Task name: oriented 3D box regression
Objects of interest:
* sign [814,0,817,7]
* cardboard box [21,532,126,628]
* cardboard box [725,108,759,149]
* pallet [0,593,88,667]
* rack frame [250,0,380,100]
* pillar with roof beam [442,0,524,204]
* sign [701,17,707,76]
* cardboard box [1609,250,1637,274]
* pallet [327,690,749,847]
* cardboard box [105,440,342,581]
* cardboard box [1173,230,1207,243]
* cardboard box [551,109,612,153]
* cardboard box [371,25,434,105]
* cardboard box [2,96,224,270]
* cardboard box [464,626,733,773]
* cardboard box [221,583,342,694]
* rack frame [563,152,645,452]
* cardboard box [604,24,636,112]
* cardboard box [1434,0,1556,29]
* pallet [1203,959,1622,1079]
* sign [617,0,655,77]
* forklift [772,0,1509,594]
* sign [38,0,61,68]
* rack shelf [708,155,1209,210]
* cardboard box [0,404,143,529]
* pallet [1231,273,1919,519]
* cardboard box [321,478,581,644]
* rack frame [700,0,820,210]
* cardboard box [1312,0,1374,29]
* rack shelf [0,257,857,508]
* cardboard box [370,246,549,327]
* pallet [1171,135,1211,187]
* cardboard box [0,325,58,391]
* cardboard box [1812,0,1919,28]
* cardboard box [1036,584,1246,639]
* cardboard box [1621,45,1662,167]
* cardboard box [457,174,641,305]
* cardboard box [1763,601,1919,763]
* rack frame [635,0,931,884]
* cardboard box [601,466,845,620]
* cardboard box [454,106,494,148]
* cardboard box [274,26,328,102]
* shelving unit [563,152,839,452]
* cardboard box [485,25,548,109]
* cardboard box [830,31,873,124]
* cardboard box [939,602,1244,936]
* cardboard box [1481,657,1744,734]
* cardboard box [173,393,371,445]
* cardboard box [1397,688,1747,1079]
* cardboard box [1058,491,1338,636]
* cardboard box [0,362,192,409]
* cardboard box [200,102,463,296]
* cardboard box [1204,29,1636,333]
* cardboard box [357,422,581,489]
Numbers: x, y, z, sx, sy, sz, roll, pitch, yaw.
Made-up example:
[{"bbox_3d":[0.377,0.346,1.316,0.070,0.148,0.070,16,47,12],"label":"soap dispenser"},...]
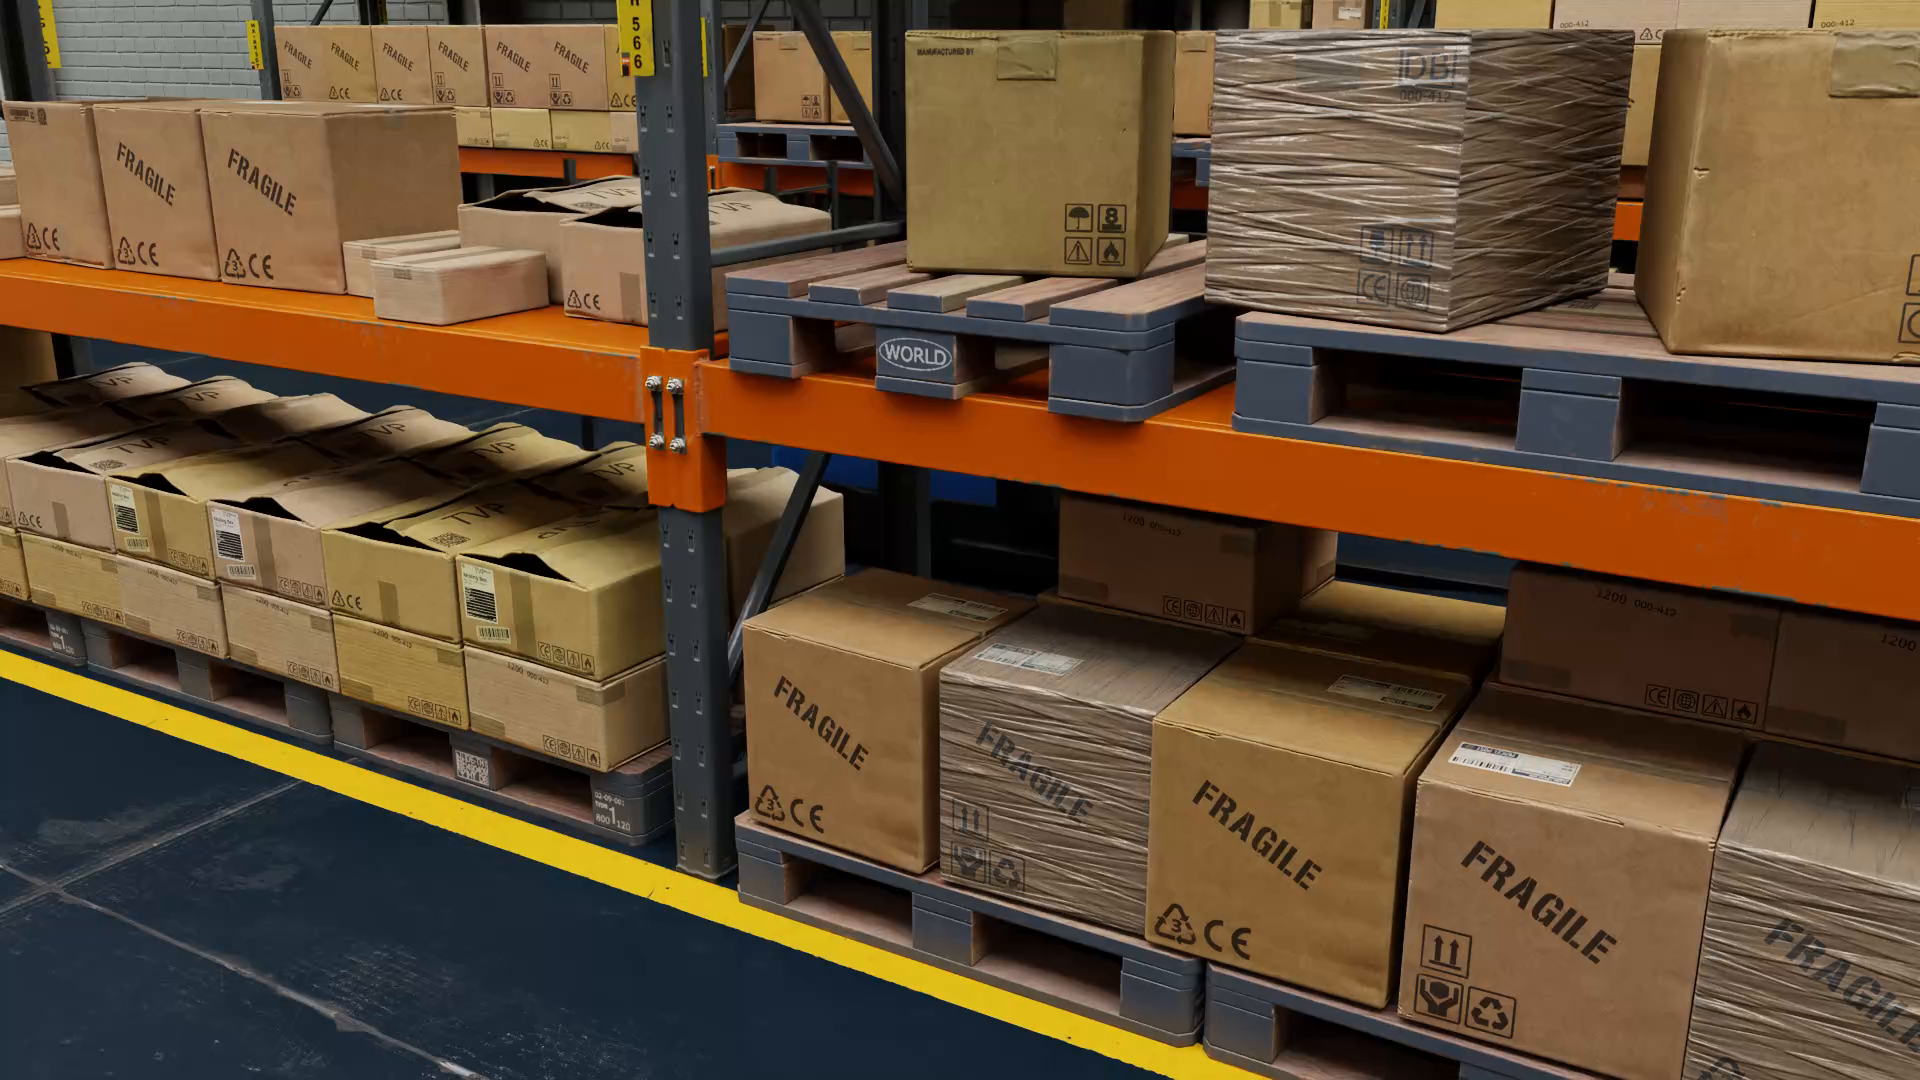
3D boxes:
[{"bbox_3d":[-0.925,-3.249,10.425,0.005,0.325,0.100,10,20,30],"label":"sign"},{"bbox_3d":[-2.710,0.064,5.518,0.500,0.250,0.500,9,19,28],"label":"cardboard box"},{"bbox_3d":[-1.501,-2.620,10.568,0.500,0.250,0.500,10,20,31],"label":"cardboard box"},{"bbox_3d":[-3.154,0.107,6.166,1.213,0.211,1.003,10,20,30],"label":"pallet"},{"bbox_3d":[-4.621,-3.166,12.142,0.127,3.000,1.000,10,20,30],"label":"rack frame"},{"bbox_3d":[-5.825,-5.078,8.114,0.400,9.000,9.100,10,20,30],"label":"pillar with roof beam"},{"bbox_3d":[-1.490,-2.836,9.566,0.005,0.325,0.100,10,20,30],"label":"sign"},{"bbox_3d":[2.754,-0.977,7.912,0.750,0.750,0.750,10,19,29],"label":"cardboard box"},{"bbox_3d":[-1.075,0.478,4.944,1.213,0.211,1.003,10,20,30],"label":"pallet"},{"bbox_3d":[-2.270,-0.125,5.176,0.500,0.311,0.500,11,20,32],"label":"cardboard box"},{"bbox_3d":[1.102,-1.521,8.980,0.500,0.250,0.500,11,20,31],"label":"cardboard box"},{"bbox_3d":[-2.195,-2.570,10.404,0.500,0.250,0.500,10,20,30],"label":"cardboard box"},{"bbox_3d":[-3.519,-3.157,11.048,0.500,0.500,0.500,9,19,28],"label":"cardboard box"},{"bbox_3d":[-2.707,-1.177,5.422,0.500,0.500,0.500,12,21,34],"label":"cardboard box"},{"bbox_3d":[-0.970,0.374,4.498,0.500,0.250,0.500,11,20,31],"label":"cardboard box"},{"bbox_3d":[-1.838,0.219,5.007,0.500,0.250,0.500,11,20,31],"label":"cardboard box"},{"bbox_3d":[-1.540,-0.946,7.414,0.032,1.500,0.500,9,19,27],"label":"rack frame"},{"bbox_3d":[-1.778,-2.849,10.033,0.500,0.500,0.500,10,20,30],"label":"cardboard box"},{"bbox_3d":[2.472,-2.370,7.514,0.500,0.250,0.500,11,20,31],"label":"cardboard box"},{"bbox_3d":[1.258,0.922,3.484,1.213,0.211,1.003,10,20,30],"label":"pallet"},{"bbox_3d":[-0.681,-1.137,3.472,0.005,0.325,0.100,10,20,30],"label":"sign"},{"bbox_3d":[0.772,-1.300,6.118,3.031,2.935,1.130,9,19,27],"label":"forklift"},{"bbox_3d":[-3.526,-1.982,6.388,0.005,0.325,0.100,10,20,30],"label":"sign"},{"bbox_3d":[0.491,-1.909,9.242,4.000,0.370,1.077,10,20,30],"label":"rack shelf"},{"bbox_3d":[-3.157,-0.281,5.690,0.500,0.311,0.500,10,19,29],"label":"cardboard box"},{"bbox_3d":[1.266,-0.335,3.153,1.213,0.211,1.003,10,20,30],"label":"pallet"},{"bbox_3d":[-1.415,0.029,4.668,0.500,0.311,0.500,10,19,29],"label":"cardboard box"},{"bbox_3d":[-1.213,-2.557,10.139,0.127,3.000,1.000,10,20,30],"label":"rack frame"},{"bbox_3d":[1.886,-2.562,8.111,0.250,0.149,0.380,7,18,23],"label":"cardboard box"},{"bbox_3d":[-2.098,-0.681,5.201,4.000,0.370,1.077,10,20,30],"label":"rack shelf"},{"bbox_3d":[-1.305,-0.669,4.356,0.250,0.149,0.380,10,20,30],"label":"cardboard box"},{"bbox_3d":[1.533,-1.939,8.433,1.003,0.211,1.213,10,20,30],"label":"pallet"},{"bbox_3d":[-4.033,-0.722,6.815,0.500,0.500,0.500,10,20,30],"label":"cardboard box"},{"bbox_3d":[3.772,-2.142,6.762,0.500,0.250,0.500,10,19,29],"label":"cardboard box"},{"bbox_3d":[0.526,0.348,4.117,0.500,0.500,0.500,11,20,32],"label":"cardboard box"},{"bbox_3d":[2.917,-1.929,7.353,0.500,0.500,0.500,11,20,32],"label":"cardboard box"},{"bbox_3d":[-1.054,-0.863,4.713,0.500,0.311,0.500,10,19,29],"label":"cardboard box"},{"bbox_3d":[1.878,0.228,3.224,0.500,0.250,0.500,10,20,30],"label":"cardboard box"},{"bbox_3d":[-0.394,-0.721,4.095,0.127,3.000,1.000,10,20,30],"label":"rack frame"},{"bbox_3d":[-0.686,-0.027,4.854,0.500,0.311,0.500,11,20,32],"label":"cardboard box"},{"bbox_3d":[-3.061,-2.719,10.894,0.500,0.250,0.500,10,20,31],"label":"cardboard box"},{"bbox_3d":[-4.372,-3.315,11.567,0.500,0.500,0.500,10,20,30],"label":"cardboard box"},{"bbox_3d":[-1.082,-0.875,7.182,1.083,1.500,0.587,9,19,27],"label":"shelving unit"},{"bbox_3d":[-2.629,-3.003,10.539,0.500,0.500,0.500,9,19,28],"label":"cardboard box"},{"bbox_3d":[-0.325,-2.643,9.492,0.500,0.500,0.700,13,21,36],"label":"cardboard box"},{"bbox_3d":[0.294,0.483,3.676,0.500,0.500,0.500,9,19,28],"label":"cardboard box"},{"bbox_3d":[1.417,0.505,3.600,0.500,0.500,0.500,9,19,28],"label":"cardboard box"},{"bbox_3d":[-2.436,-0.339,5.879,0.500,0.311,0.500,10,20,30],"label":"cardboard box"},{"bbox_3d":[1.166,0.638,3.163,0.500,0.500,0.500,9,19,28],"label":"cardboard box"},{"bbox_3d":[0.576,-0.003,3.983,0.500,0.250,0.500,11,20,32],"label":"cardboard box"},{"bbox_3d":[-3.307,-0.493,6.386,0.500,0.311,0.500,10,20,30],"label":"cardboard box"},{"bbox_3d":[-1.832,-1.020,4.907,0.500,0.500,0.500,9,19,27],"label":"cardboard box"},{"bbox_3d":[0.881,-0.716,3.182,0.500,0.500,0.700,15,22,40],"label":"cardboard box"},{"bbox_3d":[-1.572,-0.183,5.367,0.500,0.311,0.500,10,19,29],"label":"cardboard box"}]
